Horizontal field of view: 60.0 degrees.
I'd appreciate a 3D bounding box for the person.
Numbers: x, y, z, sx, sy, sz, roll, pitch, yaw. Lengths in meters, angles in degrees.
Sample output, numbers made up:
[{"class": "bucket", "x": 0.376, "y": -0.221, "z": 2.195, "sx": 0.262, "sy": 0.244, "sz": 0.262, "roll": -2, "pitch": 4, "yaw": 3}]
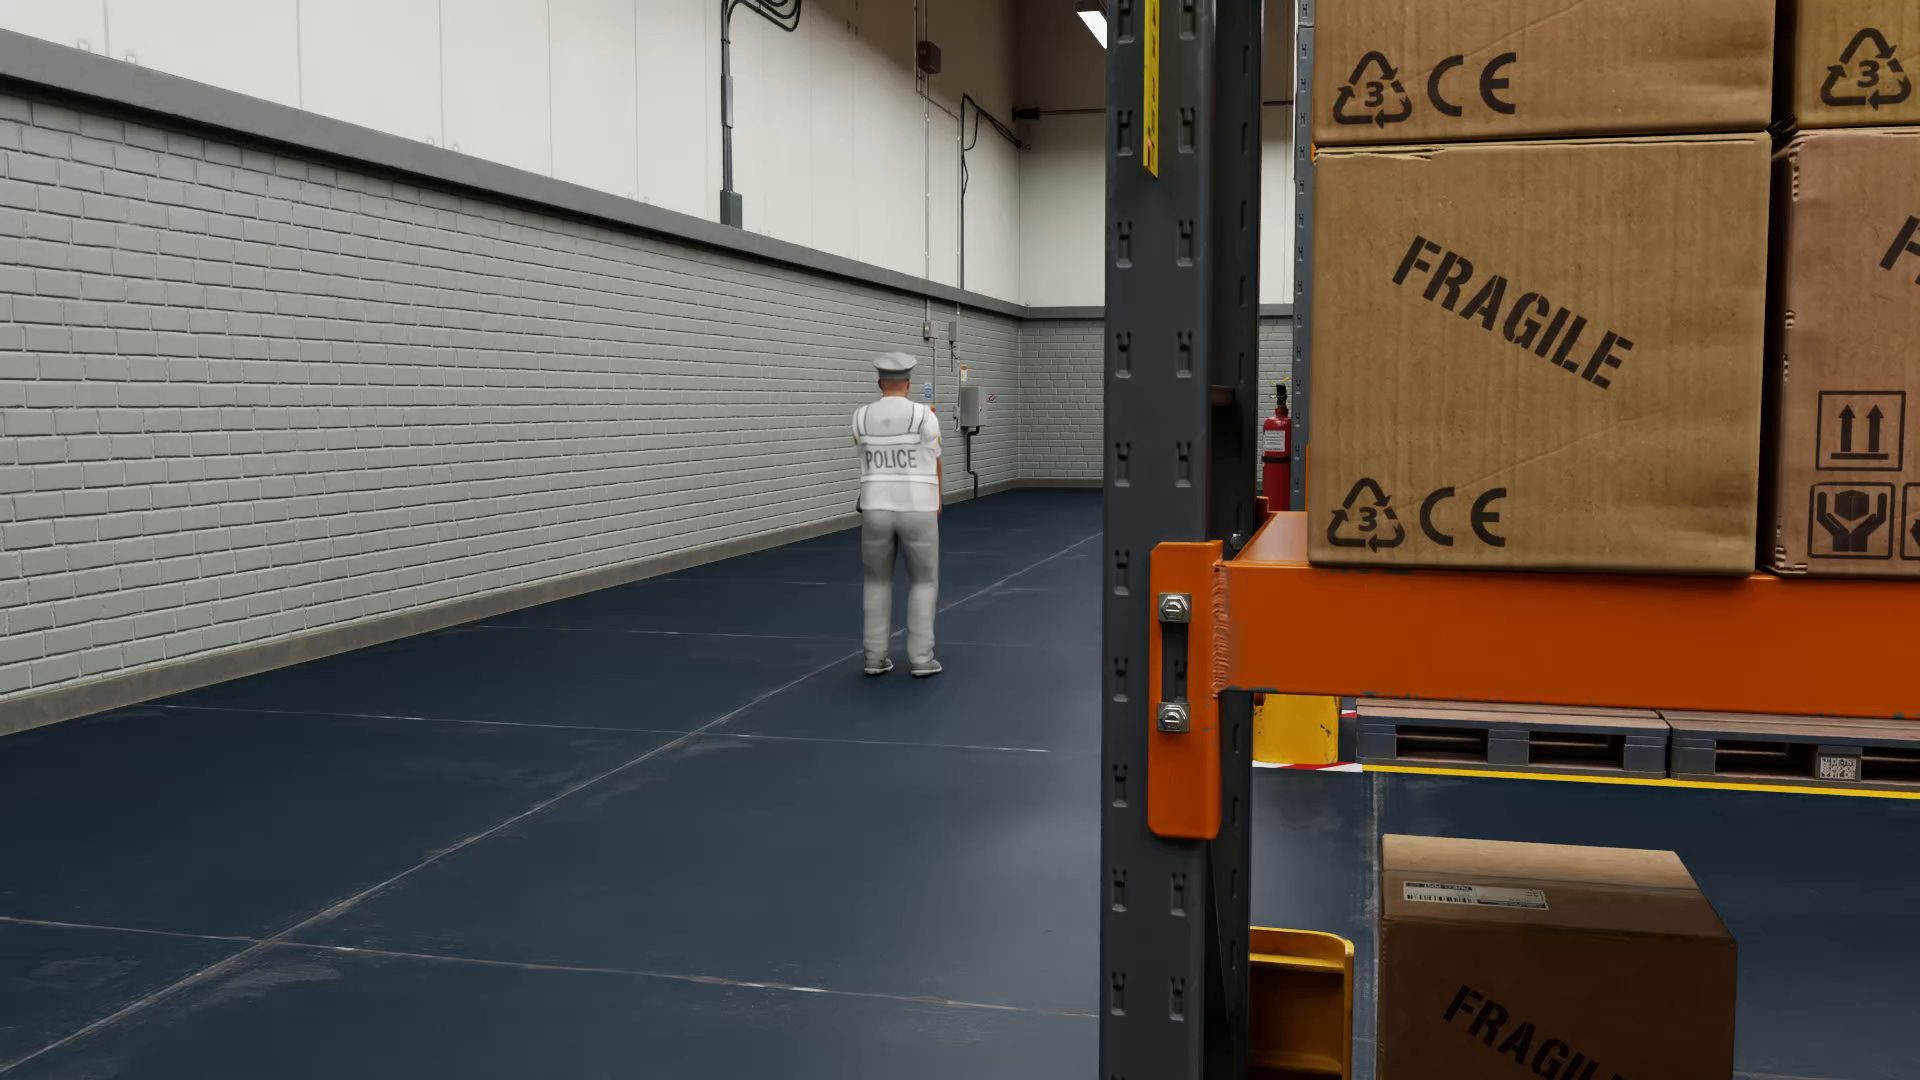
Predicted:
[{"class": "person", "x": -0.329, "y": -0.149, "z": 9.171, "sx": 0.490, "sy": 1.772, "sz": 0.562, "roll": 1, "pitch": 5, "yaw": 13}]
